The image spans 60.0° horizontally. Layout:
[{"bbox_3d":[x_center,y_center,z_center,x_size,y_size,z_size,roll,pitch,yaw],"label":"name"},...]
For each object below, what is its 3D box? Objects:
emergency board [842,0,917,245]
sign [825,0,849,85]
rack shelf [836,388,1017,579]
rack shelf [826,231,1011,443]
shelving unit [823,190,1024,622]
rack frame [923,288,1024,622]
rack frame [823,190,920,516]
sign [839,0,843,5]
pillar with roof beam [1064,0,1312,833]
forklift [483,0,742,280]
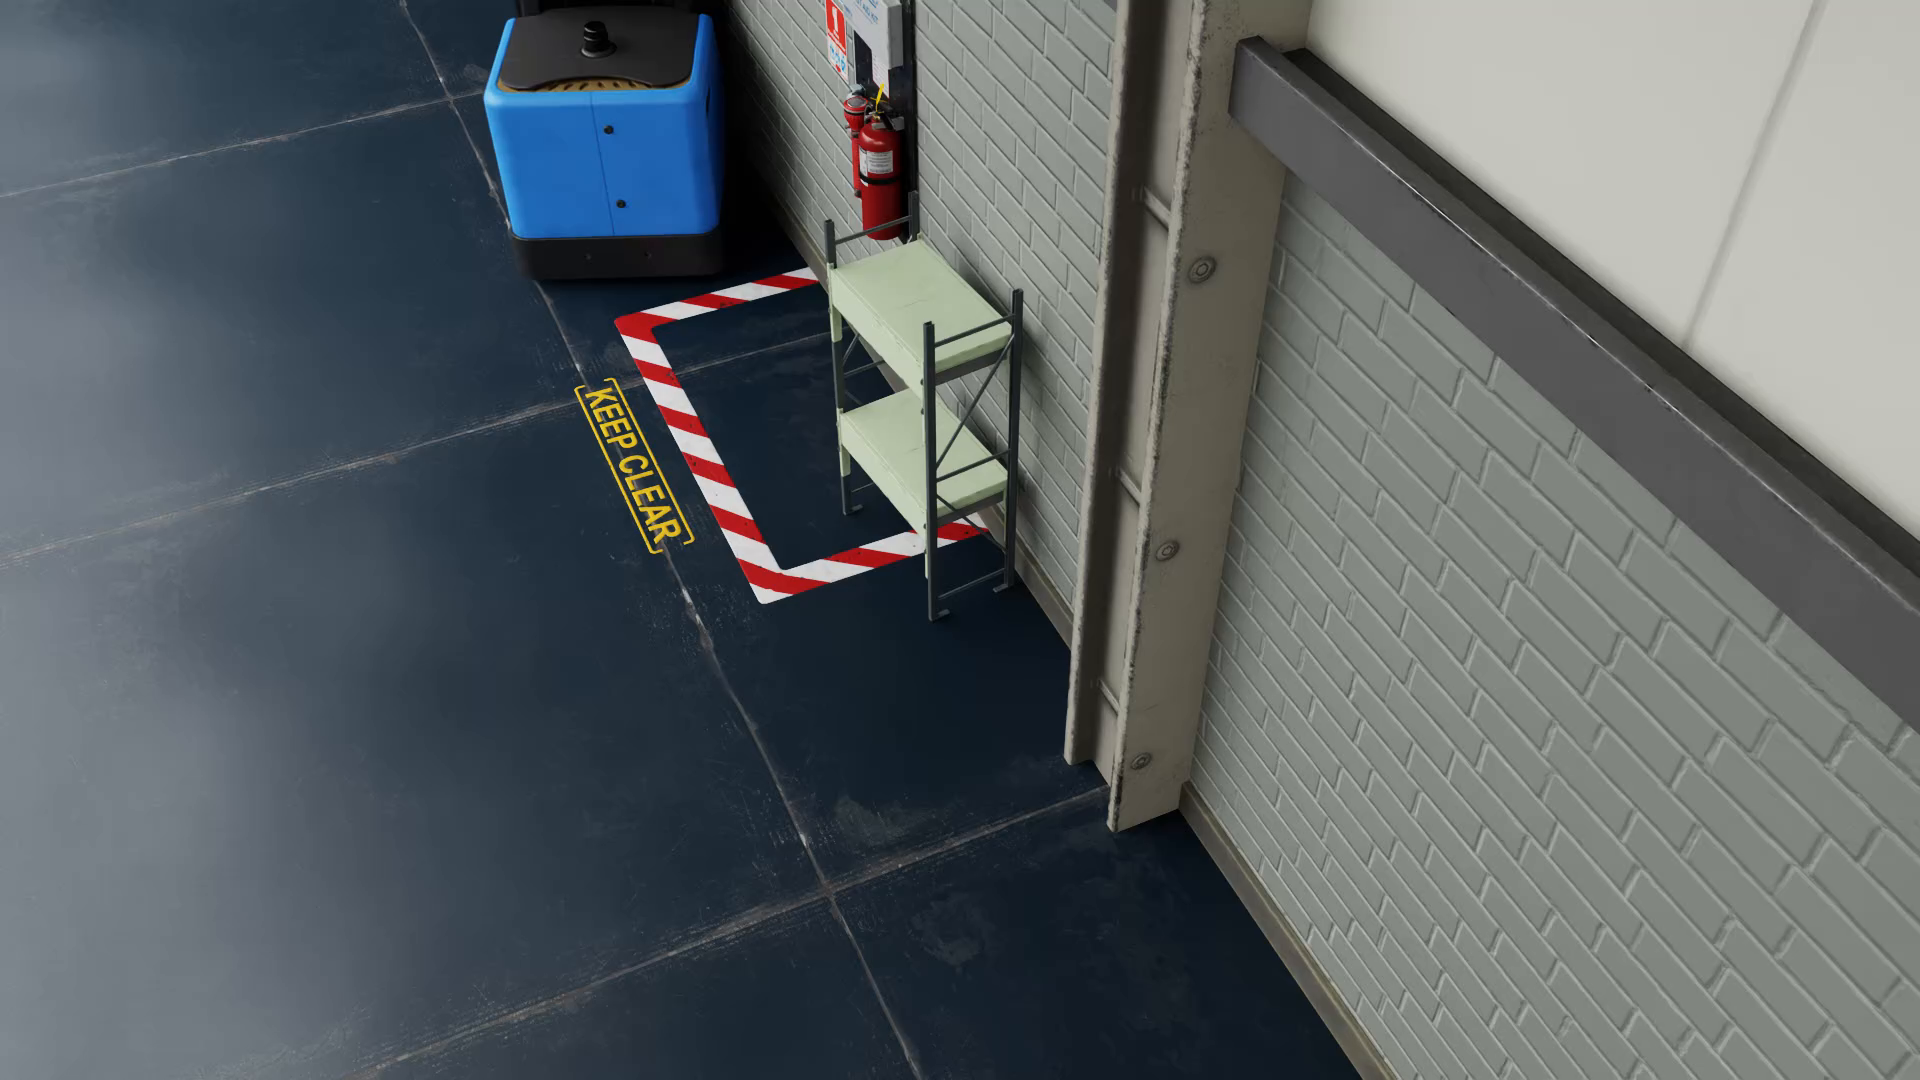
[{"bbox_3d":[-0.391,-1.760,6.767,0.194,1.169,0.643,-18,47,-17],"label":"emergency board"},{"bbox_3d":[-0.530,-2.155,7.142,0.001,0.329,0.234,-18,47,-17],"label":"sign"},{"bbox_3d":[-0.142,-0.267,6.786,0.431,0.370,0.720,-23,49,-22],"label":"rack shelf"},{"bbox_3d":[-0.142,-0.777,6.283,0.431,0.370,0.720,-23,49,-22],"label":"rack shelf"},{"bbox_3d":[-0.142,-0.499,6.557,0.431,1.500,0.755,-23,49,-22],"label":"shelving unit"},{"bbox_3d":[0.049,-0.280,6.334,0.400,1.500,0.023,-23,49,-22],"label":"rack frame"},{"bbox_3d":[-0.332,-0.719,6.779,0.400,1.500,0.023,-23,49,-22],"label":"rack frame"},{"bbox_3d":[-0.536,-2.338,6.950,0.001,0.109,0.331,-18,47,-17],"label":"sign"},{"bbox_3d":[-3.293,-1.038,1.764,9.100,9.000,0.400,-18,47,-17],"label":"pillar with roof beam"},{"bbox_3d":[-1.773,-3.372,8.450,1.130,2.935,3.031,-2,45,-2],"label":"forklift"}]
